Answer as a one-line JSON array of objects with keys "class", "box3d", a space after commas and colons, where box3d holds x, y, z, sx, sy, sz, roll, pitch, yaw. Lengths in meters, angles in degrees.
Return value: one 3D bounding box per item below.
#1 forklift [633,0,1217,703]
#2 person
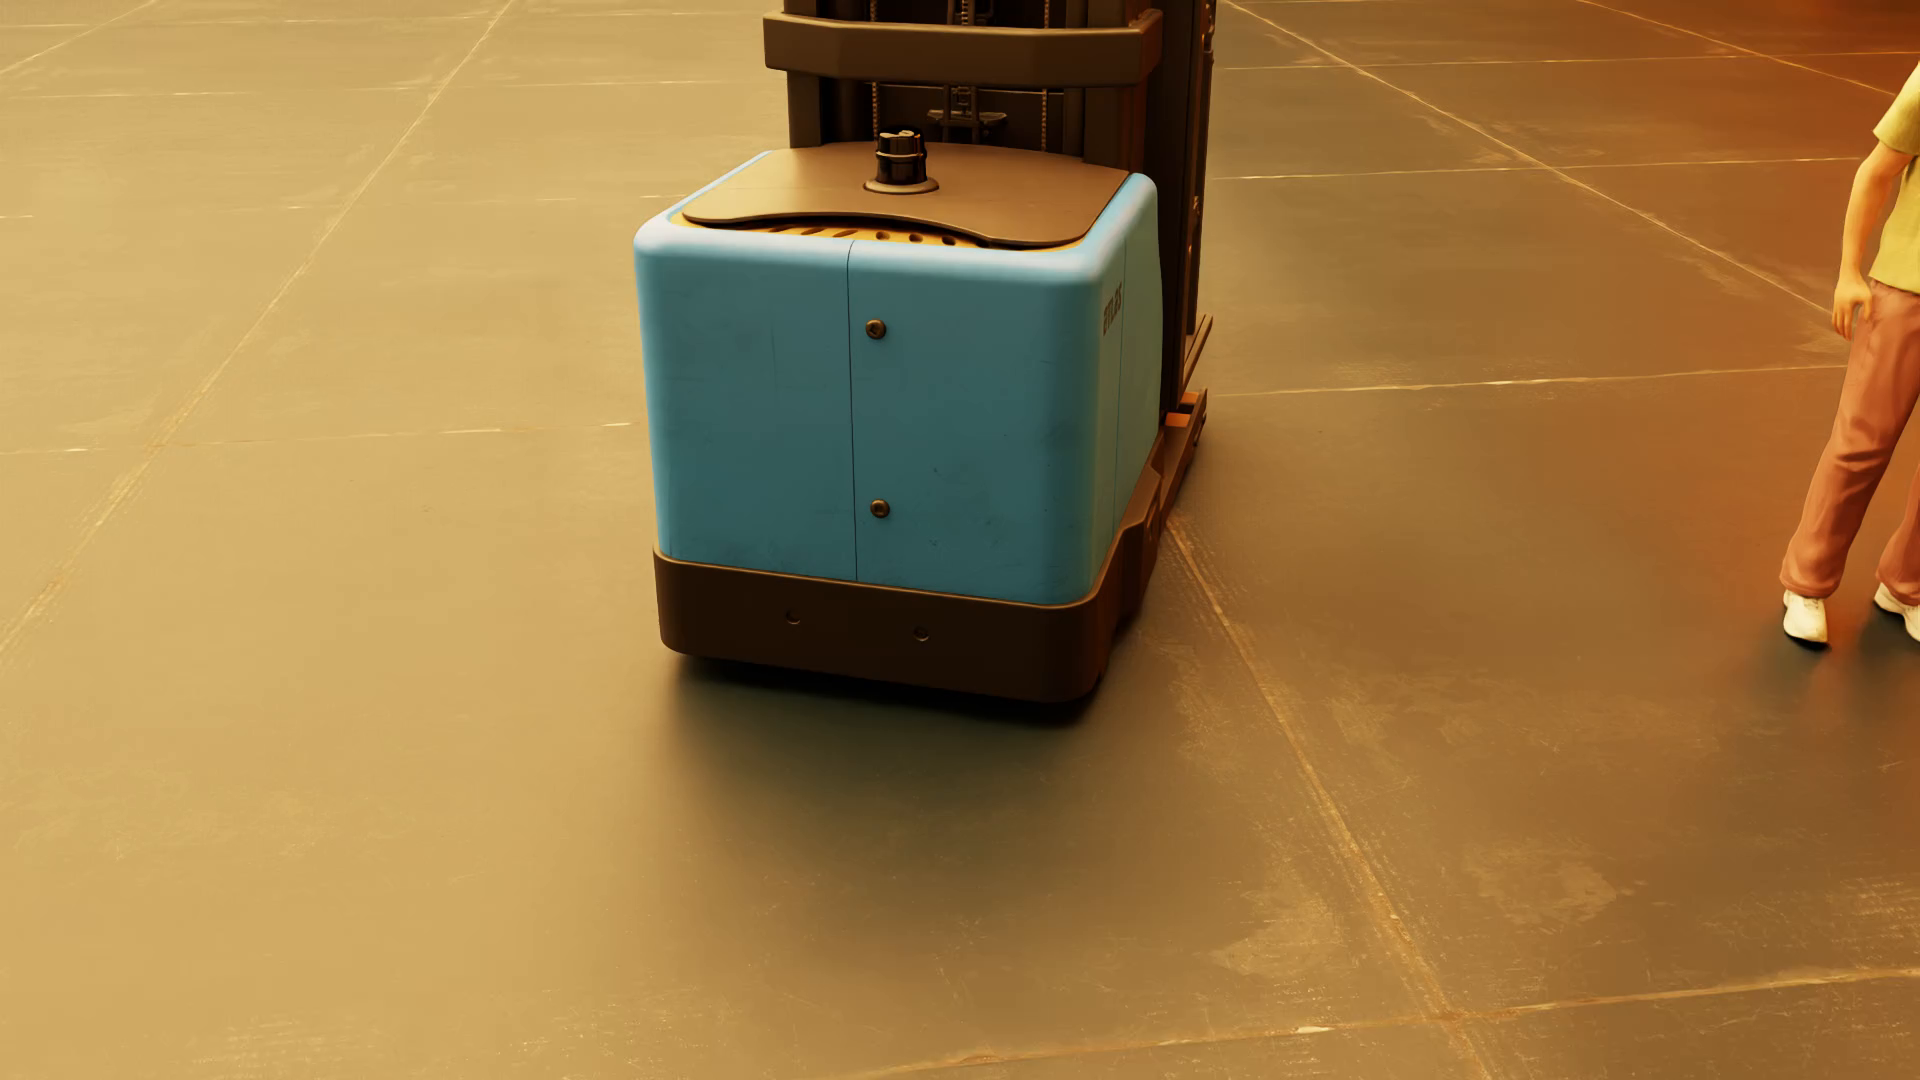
[{"class": "forklift", "box3d": [0.156, -1.576, 4.501, 1.130, 2.935, 3.031, 7, 27, 13]}, {"class": "person", "box3d": [2.290, -0.550, 3.823, 0.517, 1.671, 0.370, 4, 26, 8]}]
